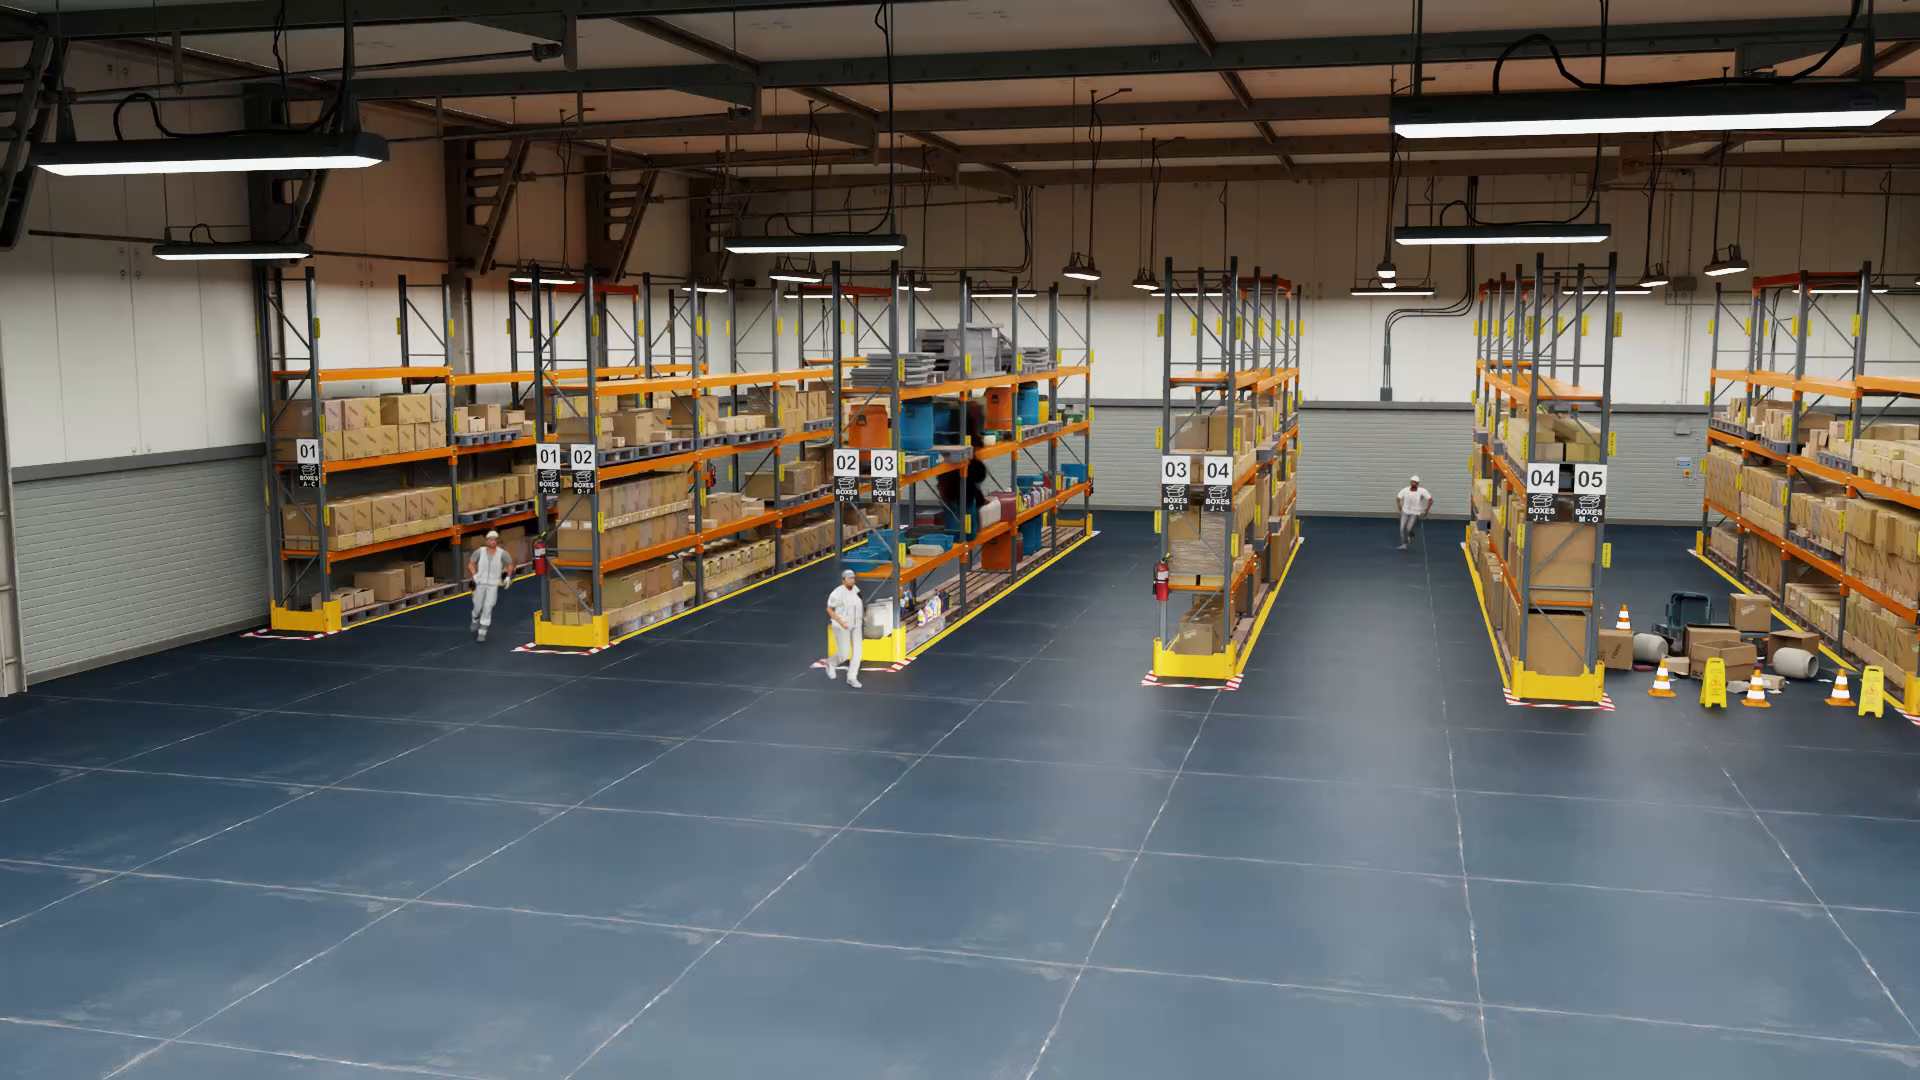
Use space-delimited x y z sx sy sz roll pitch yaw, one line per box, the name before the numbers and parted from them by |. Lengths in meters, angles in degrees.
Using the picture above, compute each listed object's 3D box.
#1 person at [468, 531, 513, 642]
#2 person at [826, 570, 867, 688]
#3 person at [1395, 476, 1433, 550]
person | -7.610 0.719 26.972 0.726 1.754 0.791 -2 7 -15
person | -1.603 1.230 23.499 0.630 1.653 0.645 -6 9 -38
person | 10.227 -0.613 37.635 0.805 1.698 0.530 5 9 34
